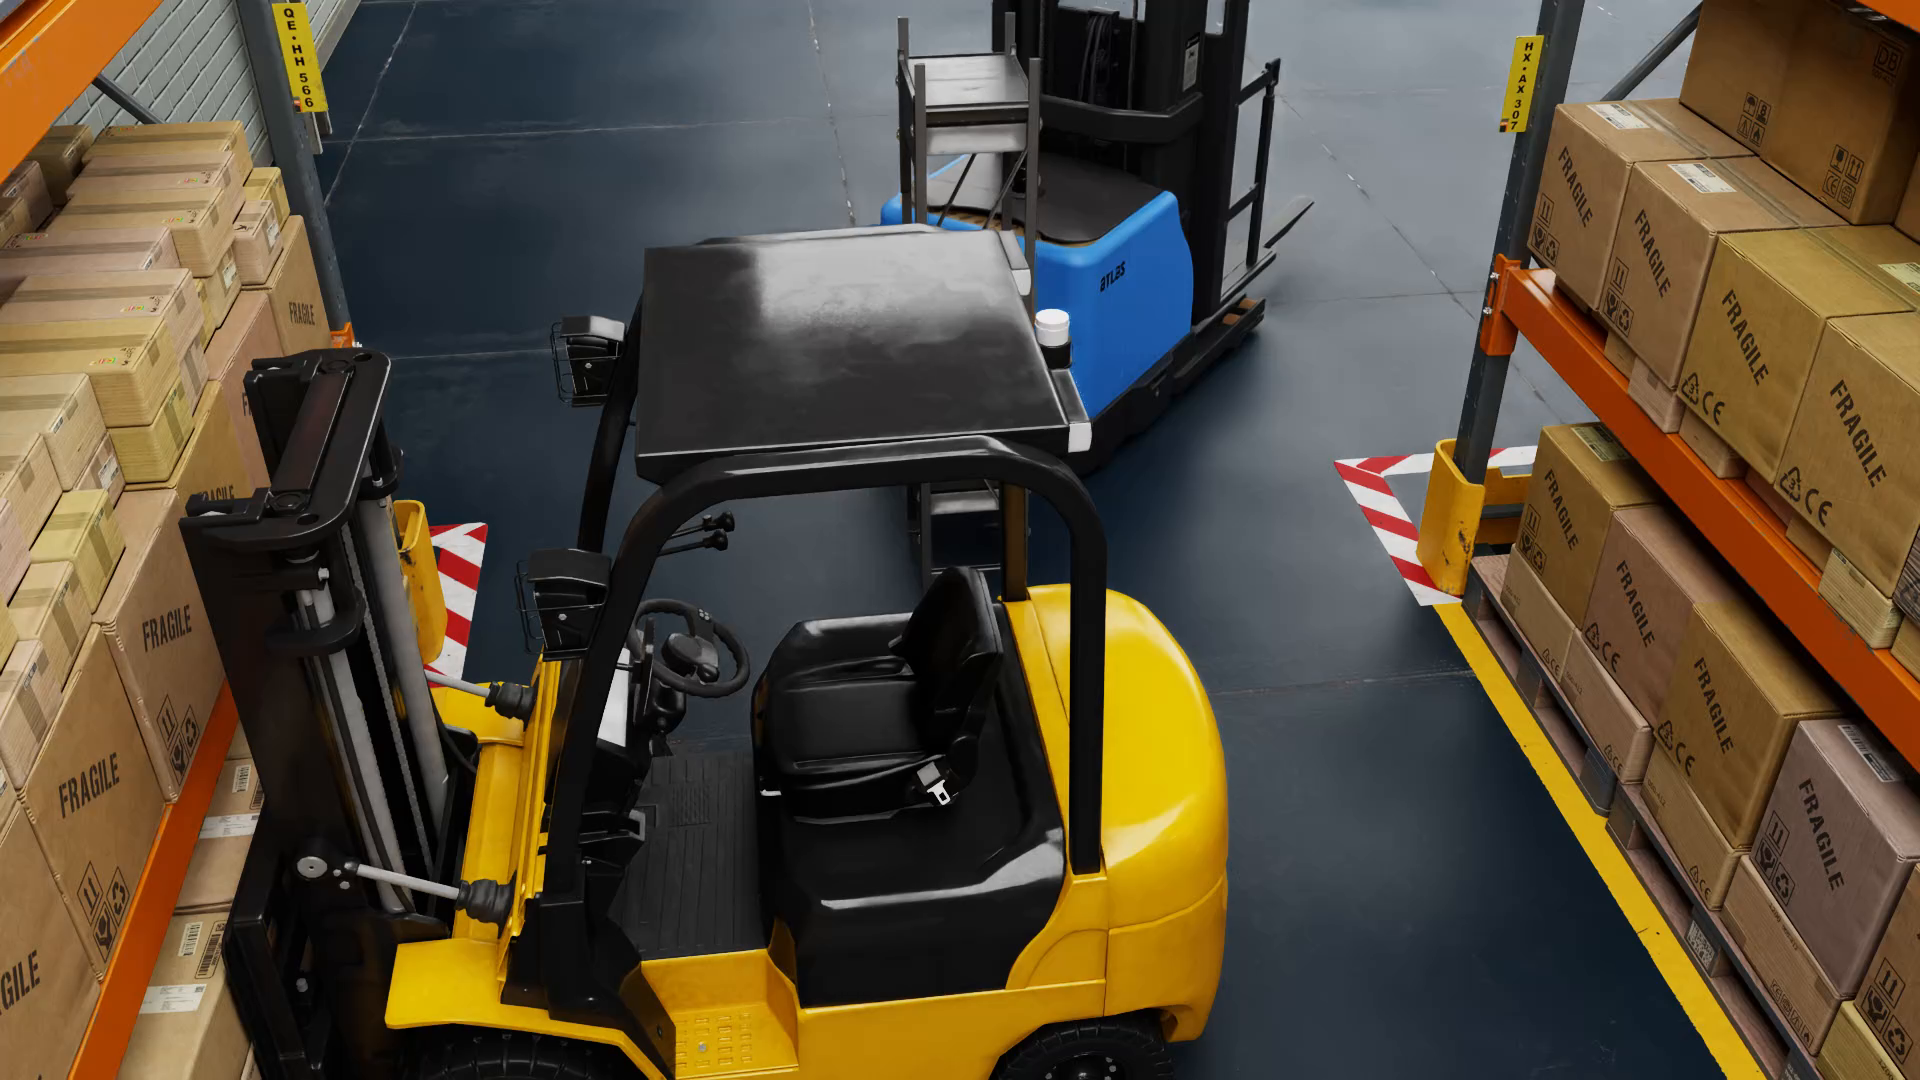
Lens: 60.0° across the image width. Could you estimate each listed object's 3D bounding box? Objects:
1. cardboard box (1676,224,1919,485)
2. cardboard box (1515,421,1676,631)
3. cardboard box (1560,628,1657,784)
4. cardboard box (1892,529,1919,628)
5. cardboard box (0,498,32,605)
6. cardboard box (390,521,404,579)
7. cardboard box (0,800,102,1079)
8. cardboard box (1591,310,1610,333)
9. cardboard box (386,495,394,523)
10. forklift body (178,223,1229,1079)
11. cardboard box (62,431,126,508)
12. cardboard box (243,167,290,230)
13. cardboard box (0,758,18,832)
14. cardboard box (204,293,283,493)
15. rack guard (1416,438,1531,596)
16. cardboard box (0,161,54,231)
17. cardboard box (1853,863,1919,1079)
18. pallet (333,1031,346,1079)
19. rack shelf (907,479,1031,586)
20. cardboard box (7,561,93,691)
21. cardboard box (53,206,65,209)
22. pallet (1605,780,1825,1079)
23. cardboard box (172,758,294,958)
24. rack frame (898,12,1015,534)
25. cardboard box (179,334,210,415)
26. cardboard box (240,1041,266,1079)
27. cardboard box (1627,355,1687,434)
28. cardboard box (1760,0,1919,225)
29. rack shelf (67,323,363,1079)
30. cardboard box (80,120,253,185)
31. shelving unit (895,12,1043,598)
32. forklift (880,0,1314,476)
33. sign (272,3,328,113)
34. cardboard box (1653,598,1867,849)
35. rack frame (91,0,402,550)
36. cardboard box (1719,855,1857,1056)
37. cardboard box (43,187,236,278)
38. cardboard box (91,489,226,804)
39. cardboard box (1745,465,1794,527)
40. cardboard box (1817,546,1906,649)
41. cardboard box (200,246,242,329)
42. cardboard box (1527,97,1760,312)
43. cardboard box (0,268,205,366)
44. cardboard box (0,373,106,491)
[{"bbox_3d":[2.343,-0.508,4.478,0.500,0.500,0.500,-5,35,-7],"label":"cardboard box"},{"bbox_3d":[2.250,-0.065,5.584,0.500,0.500,0.500,-5,35,-8],"label":"cardboard box"},{"bbox_3d":[2.307,0.517,5.396,0.500,0.250,0.500,-3,34,-5],"label":"cardboard box"},{"bbox_3d":[2.493,0.061,3.644,0.500,0.500,0.500,-3,34,-5],"label":"cardboard box"},{"bbox_3d":[-1.969,0.063,3.065,0.380,0.149,0.250,-5,35,-7],"label":"cardboard box"},{"bbox_3d":[-2.131,0.180,5.447,0.500,0.250,0.500,-5,35,-7],"label":"cardboard box"},{"bbox_3d":[-1.856,0.810,2.809,0.500,0.500,0.500,-4,34,-6],"label":"cardboard box"},{"bbox_3d":[2.301,-0.753,5.414,0.380,0.149,0.250,-4,34,-6],"label":"cardboard box"},{"bbox_3d":[-2.135,-0.041,5.327,0.500,0.250,0.500,-3,34,-5],"label":"cardboard box"},{"bbox_3d":[-0.444,0.447,4.184,2.313,2.155,1.214,-4,35,-6],"label":"forklift body"},{"bbox_3d":[-2.041,-0.101,3.569,0.380,0.149,0.250,-5,35,-7],"label":"cardboard box"},{"bbox_3d":[-2.182,-0.961,4.832,0.380,0.149,0.250,-4,34,-6],"label":"cardboard box"},{"bbox_3d":[-1.809,0.470,2.732,0.380,0.149,0.250,-4,34,-5],"label":"cardboard box"},{"bbox_3d":[-2.119,-0.320,4.467,0.500,0.500,0.500,-3,34,-5],"label":"cardboard box"},{"bbox_3d":[2.422,-0.126,6.492,1.175,0.500,0.348,-4,35,-6],"label":"rack guard"},{"bbox_3d":[-2.699,-0.899,4.477,0.380,0.149,0.250,-3,34,-5],"label":"cardboard box"},{"bbox_3d":[2.534,1.090,3.890,0.500,0.500,0.500,-4,34,-6],"label":"cardboard box"},{"bbox_3d":[-2.201,1.431,4.462,1.003,0.211,1.213,-4,35,-6],"label":"pallet"},{"bbox_3d":[0.022,-0.186,6.425,0.431,0.518,0.480,-4,35,-6],"label":"rack shelf"},{"bbox_3d":[-1.894,0.185,3.150,0.380,0.149,0.250,-5,35,-8],"label":"cardboard box"},{"bbox_3d":[-2.718,-0.924,4.778,0.380,0.149,0.250,-5,35,-8],"label":"cardboard box"},{"bbox_3d":[2.657,1.128,4.907,1.003,0.211,1.213,-4,35,-6],"label":"pallet"},{"bbox_3d":[-1.922,0.808,4.082,0.500,0.250,0.500,-5,35,-7],"label":"cardboard box"},{"bbox_3d":[-0.011,-0.911,6.223,0.400,2.100,0.015,-4,35,-6],"label":"rack frame"},{"bbox_3d":[-2.039,-0.386,3.989,0.380,0.149,0.250,-5,35,-8],"label":"cardboard box"},{"bbox_3d":[-1.853,1.309,3.791,0.500,0.250,0.500,-5,35,-7],"label":"cardboard box"},{"bbox_3d":[2.244,-0.454,4.975,0.380,0.149,0.250,-4,34,-6],"label":"cardboard box"},{"bbox_3d":[2.757,-1.228,4.647,0.700,0.500,0.500,-4,34,-6],"label":"cardboard box"},{"bbox_3d":[-2.237,0.590,3.860,1.077,0.370,4.000,-4,35,-6],"label":"rack shelf"},{"bbox_3d":[-2.249,-1.072,4.731,0.380,0.149,0.250,-4,35,-6],"label":"cardboard box"},{"bbox_3d":[0.022,-0.775,6.023,0.431,2.100,0.503,-4,35,-6],"label":"shelving unit"},{"bbox_3d":[0.857,-2.276,7.488,1.130,2.935,3.031,19,39,26],"label":"forklift"},{"bbox_3d":[-1.967,-1.433,4.951,0.100,0.325,0.005,-4,35,-6],"label":"sign"},{"bbox_3d":[2.384,0.507,4.745,0.500,0.500,0.500,-4,34,-5],"label":"cardboard box"},{"bbox_3d":[-2.506,-0.824,5.295,1.000,3.000,0.127,-4,35,-6],"label":"rack frame"},{"bbox_3d":[2.459,1.103,4.537,0.500,0.250,0.500,-4,34,-6],"label":"cardboard box"},{"bbox_3d":[-2.123,-0.793,4.321,0.380,0.149,0.250,-4,34,-5],"label":"cardboard box"},{"bbox_3d":[-1.972,0.246,3.637,0.500,0.500,0.500,-4,34,-6],"label":"cardboard box"},{"bbox_3d":[2.407,-0.169,4.557,0.380,0.149,0.250,-3,34,-5],"label":"cardboard box"},{"bbox_3d":[2.389,0.125,4.126,0.380,0.149,0.250,-4,34,-6],"label":"cardboard box"},{"bbox_3d":[-2.144,-0.671,4.406,0.380,0.149,0.250,-4,34,-5],"label":"cardboard box"},{"bbox_3d":[2.201,-1.081,5.319,0.500,0.500,0.500,-5,35,-7],"label":"cardboard box"},{"bbox_3d":[-2.019,-0.511,3.908,0.380,0.149,0.250,-4,34,-5],"label":"cardboard box"},{"bbox_3d":[-2.037,-0.217,3.475,0.380,0.149,0.250,-4,34,-6],"label":"cardboard box"}]
